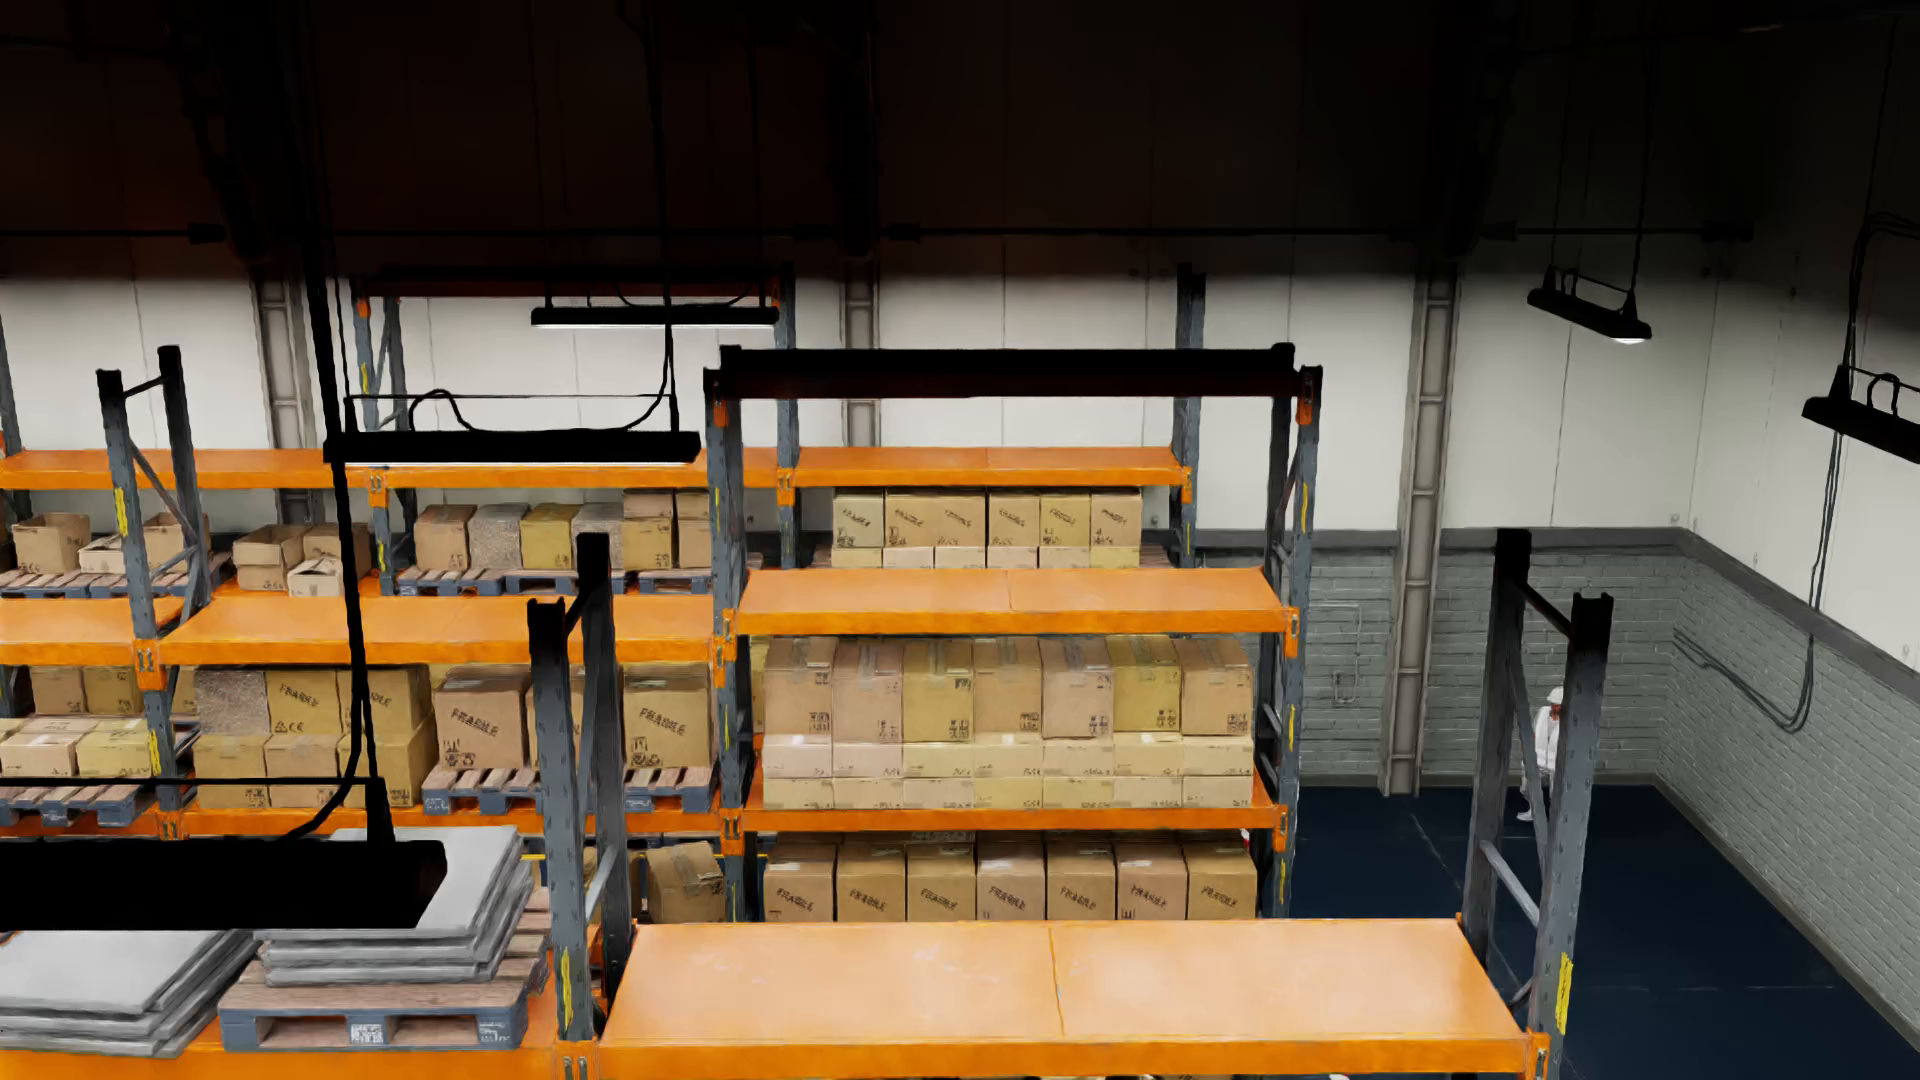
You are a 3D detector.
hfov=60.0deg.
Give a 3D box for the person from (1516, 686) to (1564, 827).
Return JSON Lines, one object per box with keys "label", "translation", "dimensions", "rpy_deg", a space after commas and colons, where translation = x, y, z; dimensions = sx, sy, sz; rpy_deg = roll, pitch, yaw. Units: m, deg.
{"label": "person", "translation": [6.190, 2.313, 17.459], "dimensions": [0.526, 1.772, 0.734], "rpy_deg": [-13, 21, -39]}
